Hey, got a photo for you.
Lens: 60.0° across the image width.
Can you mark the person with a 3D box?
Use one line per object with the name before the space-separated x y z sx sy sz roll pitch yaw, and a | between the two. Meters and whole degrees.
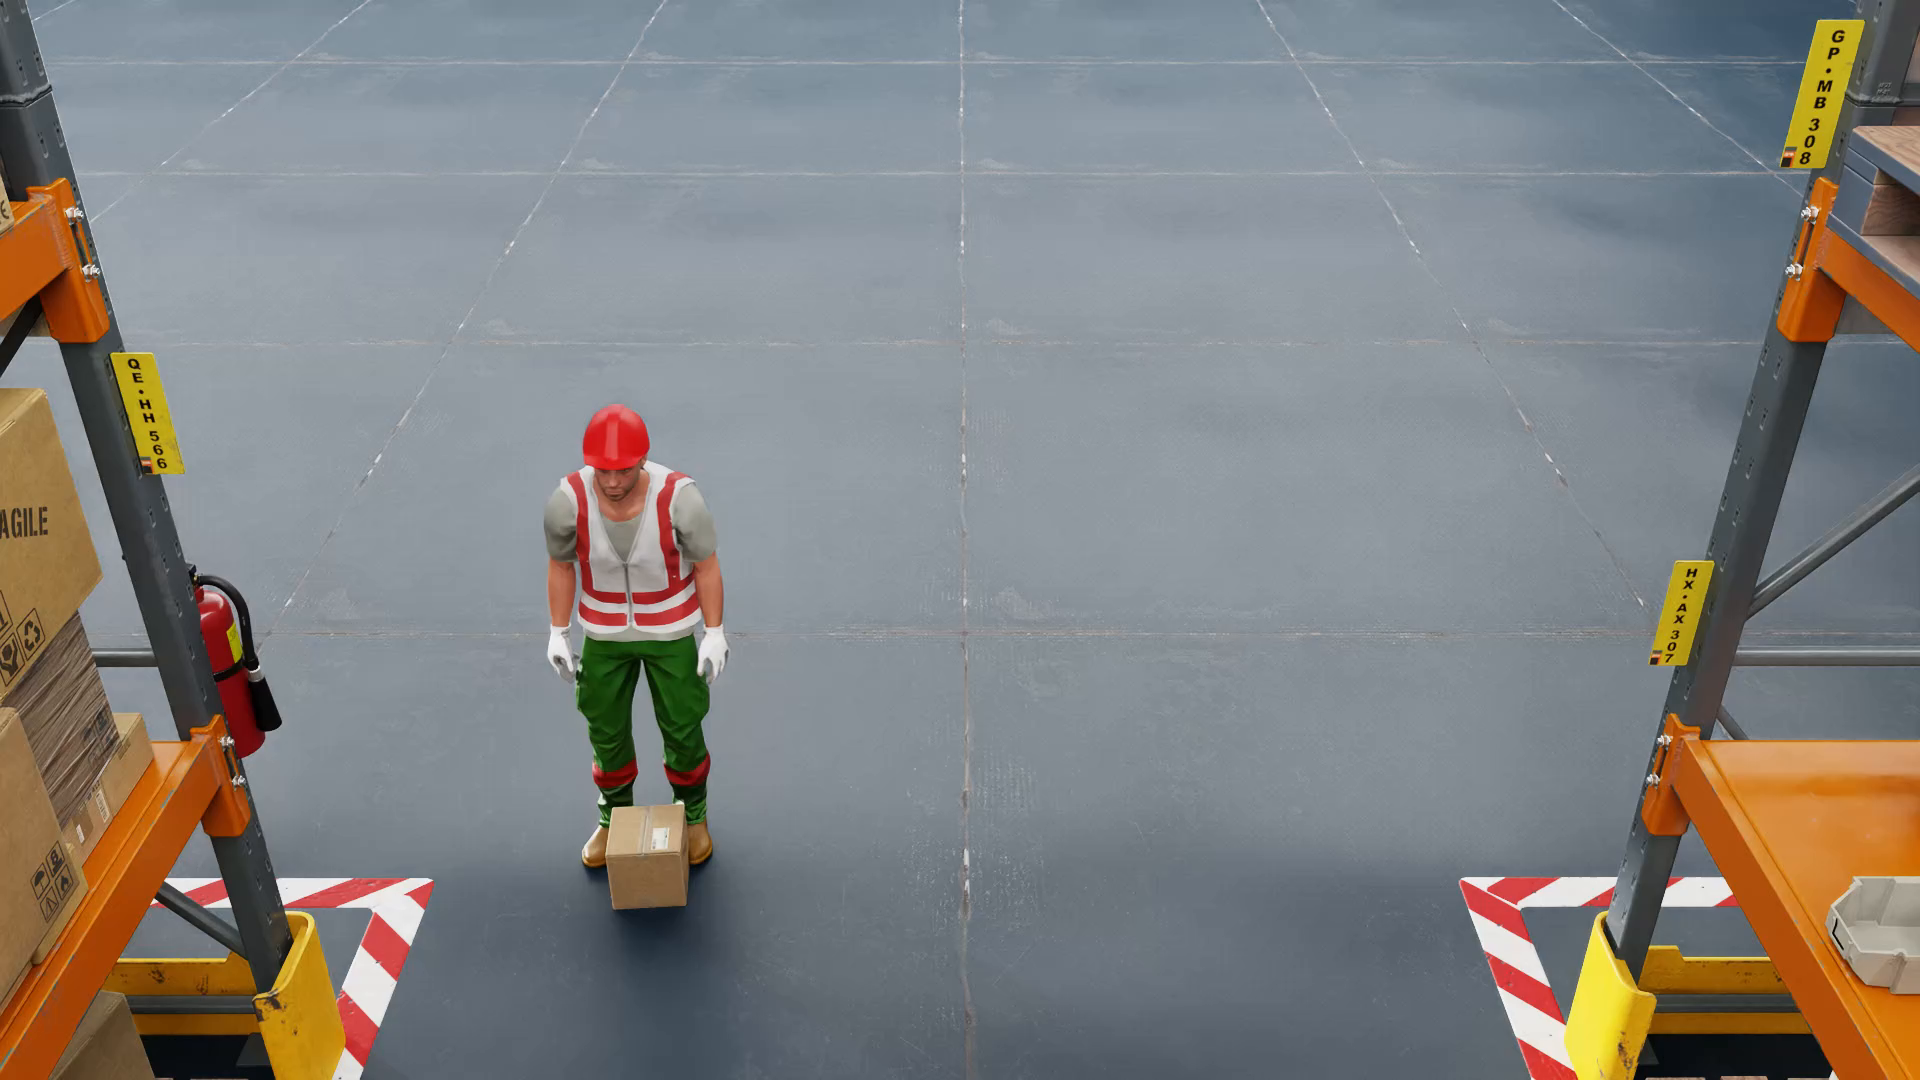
person | -1.080 0.331 5.576 0.608 1.777 0.452 0 31 0
